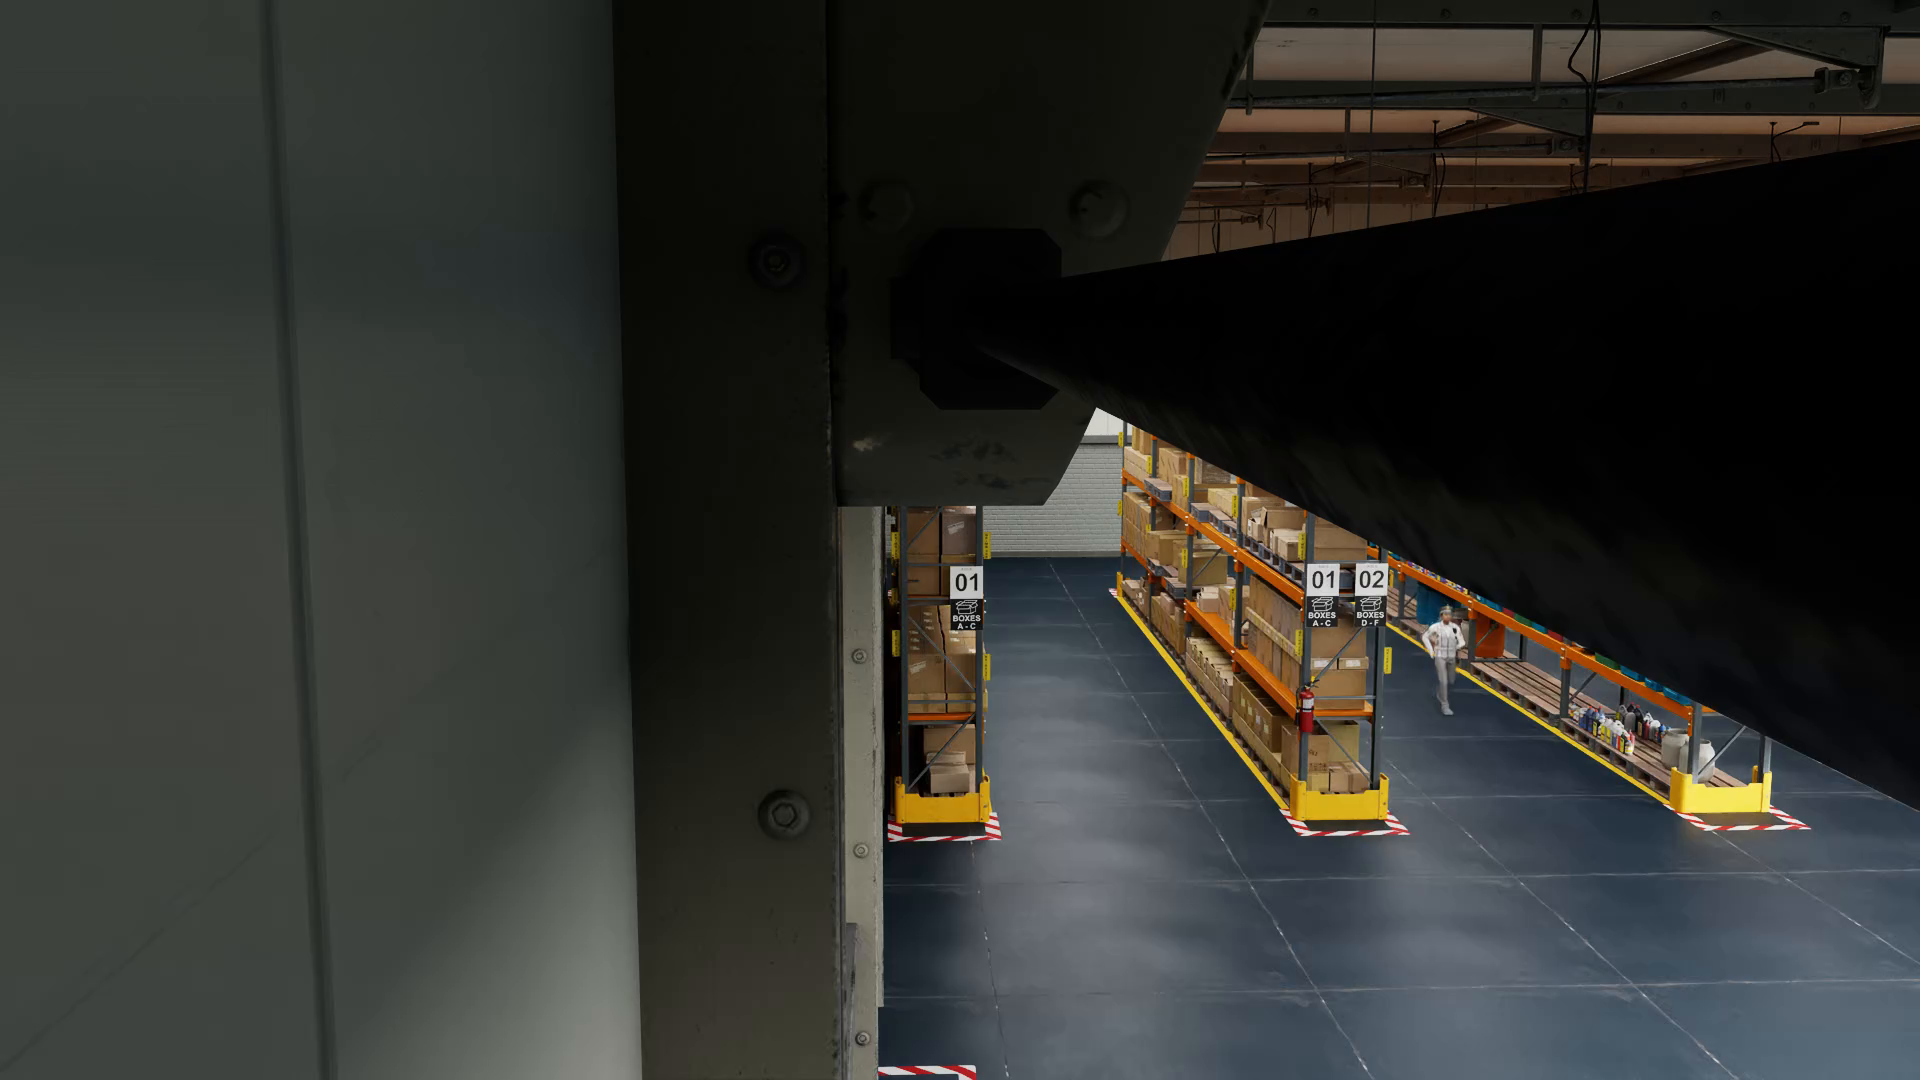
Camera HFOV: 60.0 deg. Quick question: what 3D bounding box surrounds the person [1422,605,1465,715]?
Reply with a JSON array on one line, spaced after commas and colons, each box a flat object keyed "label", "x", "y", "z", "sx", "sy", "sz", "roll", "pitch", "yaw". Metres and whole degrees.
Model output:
[{"label": "person", "x": 7.590, "y": 1.841, "z": 26.061, "sx": 0.624, "sy": 1.669, "sz": 0.855, "roll": -1, "pitch": 8, "yaw": -4}]
